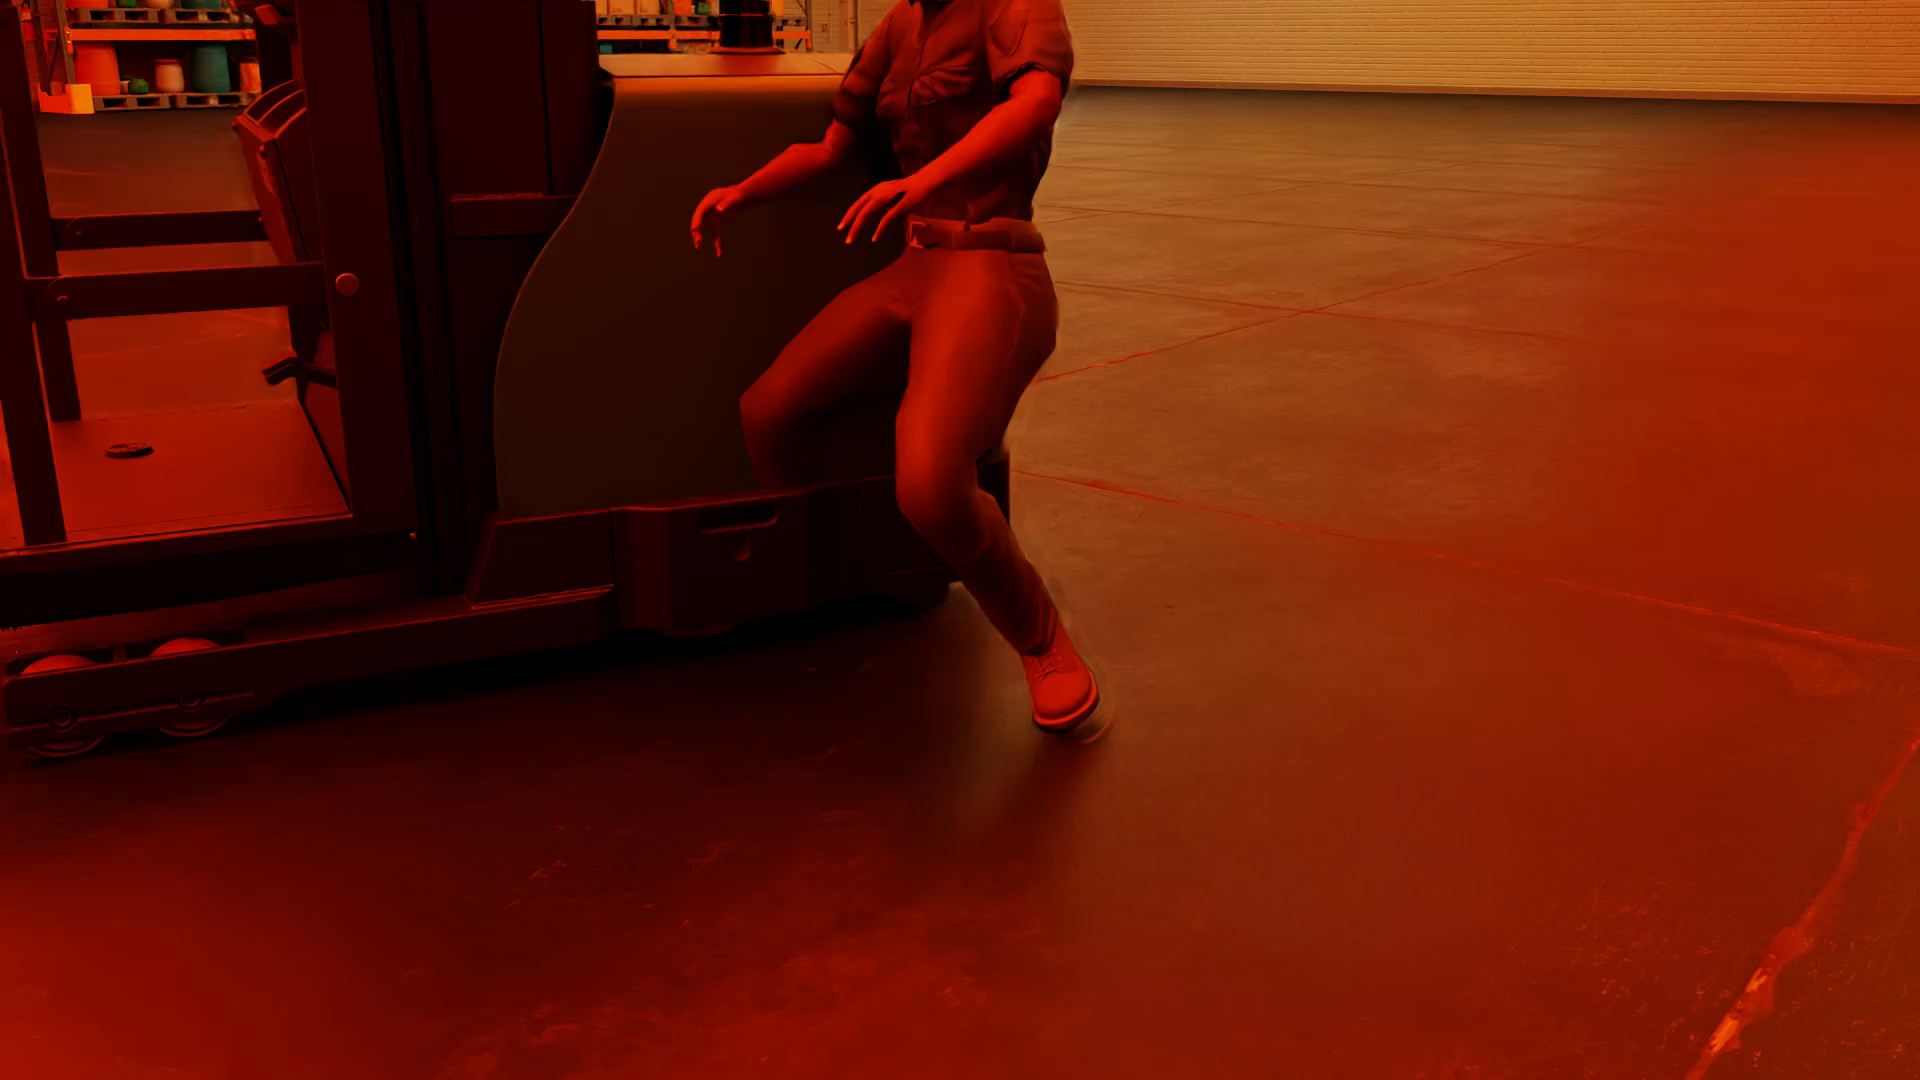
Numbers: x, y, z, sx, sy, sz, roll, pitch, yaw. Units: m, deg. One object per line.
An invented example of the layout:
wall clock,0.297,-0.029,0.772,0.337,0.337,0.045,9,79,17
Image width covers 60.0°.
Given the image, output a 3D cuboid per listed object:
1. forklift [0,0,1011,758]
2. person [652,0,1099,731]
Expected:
forklift,-1.452,-1.217,2.905,3.031,2.935,1.130,-8,19,-24
person,-0.157,-0.454,2.896,0.641,1.481,0.894,-9,19,-26
